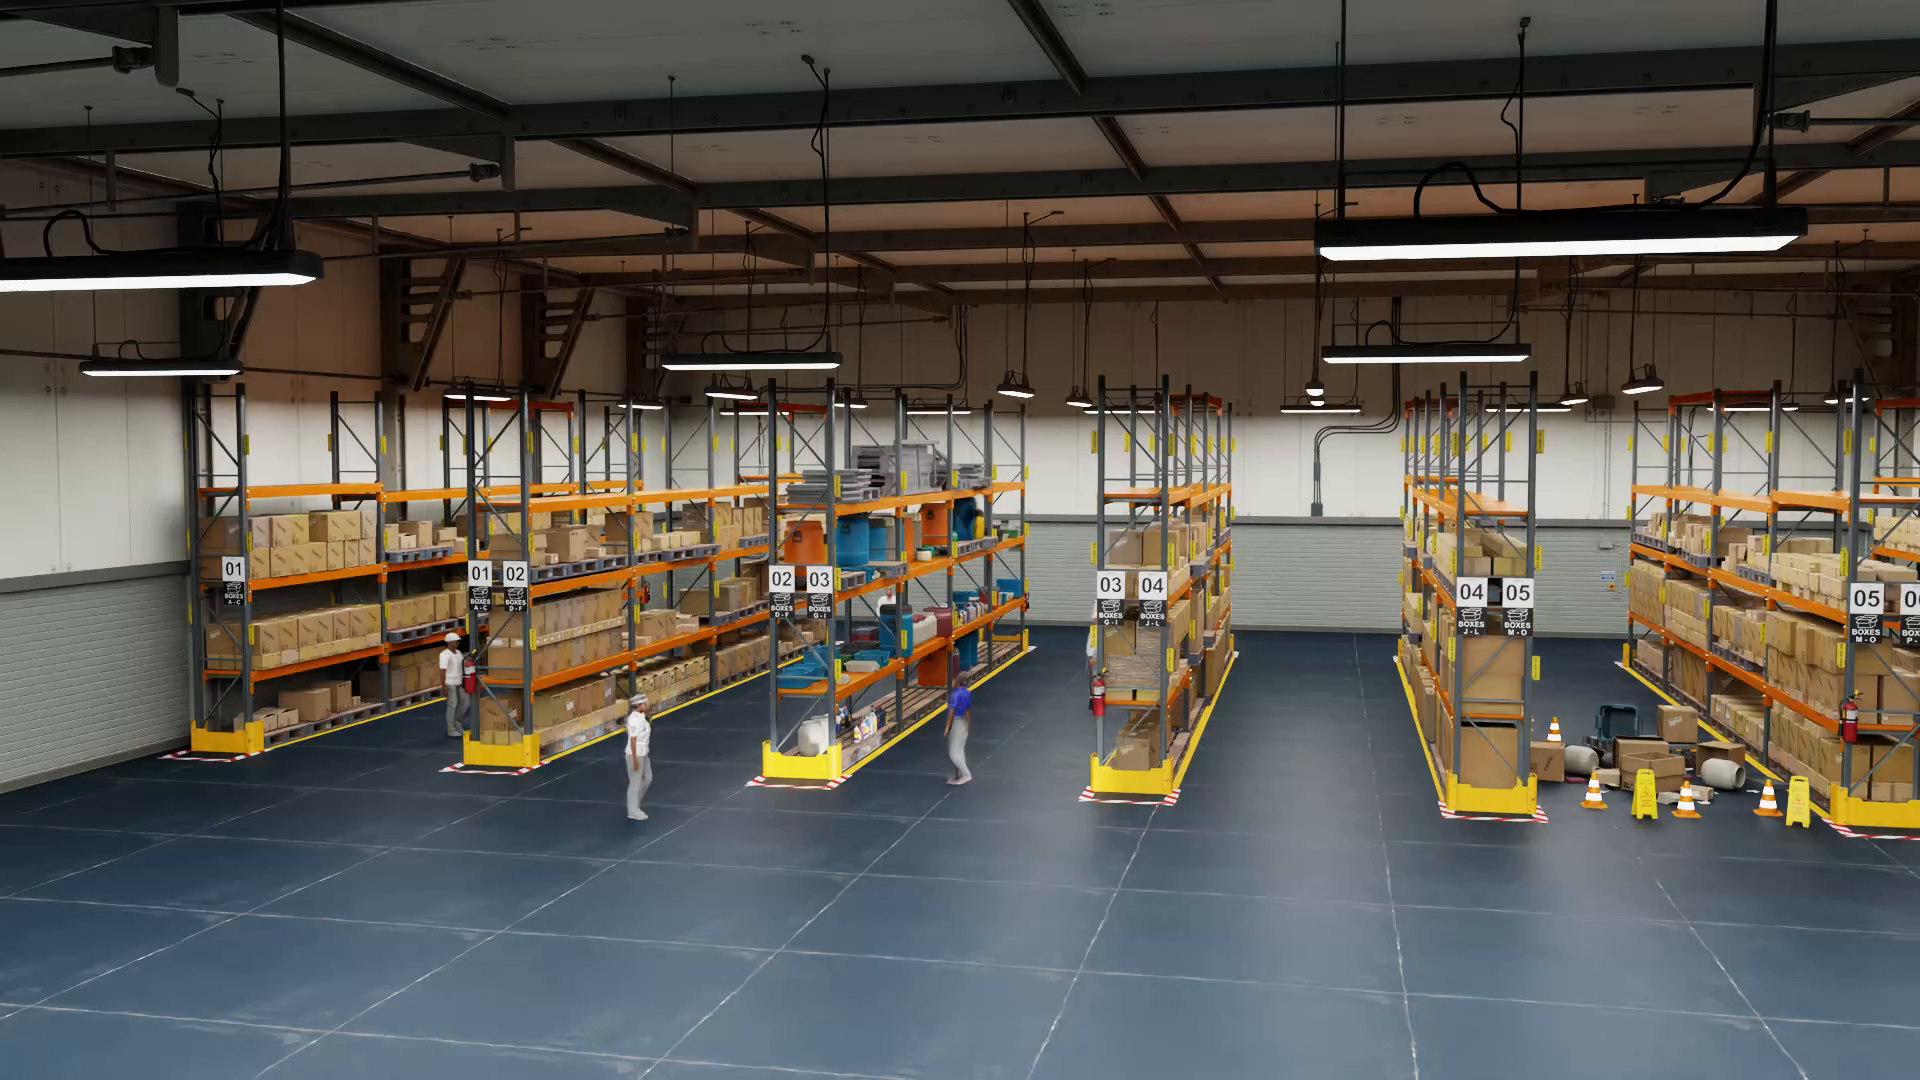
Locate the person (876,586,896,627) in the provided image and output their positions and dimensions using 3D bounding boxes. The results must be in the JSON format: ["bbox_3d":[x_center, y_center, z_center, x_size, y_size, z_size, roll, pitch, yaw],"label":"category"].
[{"bbox_3d":[-1.650,1.890,38.539,0.566,1.674,0.867,1,3,10],"label":"person"}]

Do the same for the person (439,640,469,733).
[{"bbox_3d":[-8.753,2.471,28.692,0.380,1.675,0.641,1,4,21],"label":"person"}]

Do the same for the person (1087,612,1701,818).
[{"bbox_3d":[-3.311,0.592,24.732,26.013,6.000,14.212,0,3,-6],"label":"person"}]

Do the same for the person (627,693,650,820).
[{"bbox_3d":[-4.325,2.907,22.302,0.355,1.716,0.486,0,3,-1],"label":"person"}]

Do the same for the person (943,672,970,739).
[{"bbox_3d":[-0.052,2.440,24.430,0.322,1.004,0.488,1,3,12],"label":"person"}]
